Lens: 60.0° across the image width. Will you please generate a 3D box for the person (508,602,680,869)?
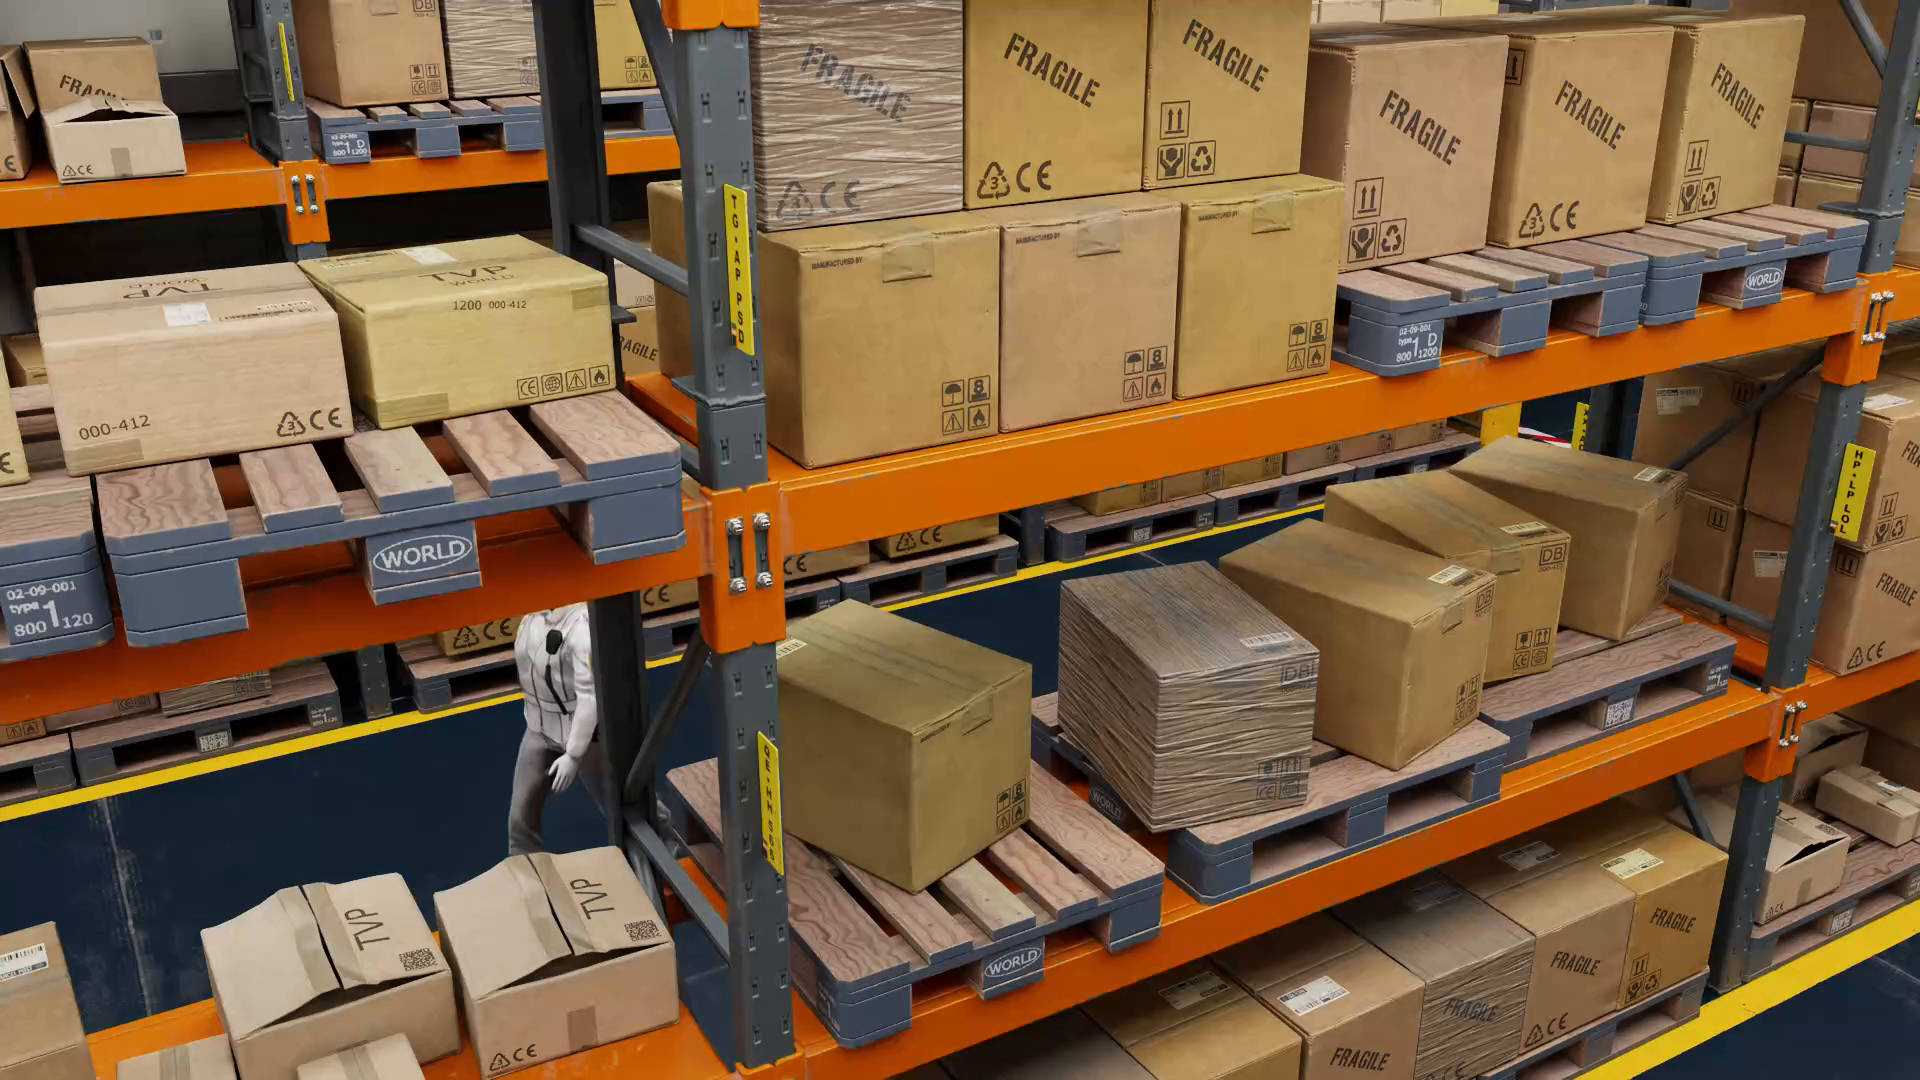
[{"bbox_3d":[-1.558,0.750,6.670,0.481,1.639,1.009,16,27,34],"label":"person"}]
